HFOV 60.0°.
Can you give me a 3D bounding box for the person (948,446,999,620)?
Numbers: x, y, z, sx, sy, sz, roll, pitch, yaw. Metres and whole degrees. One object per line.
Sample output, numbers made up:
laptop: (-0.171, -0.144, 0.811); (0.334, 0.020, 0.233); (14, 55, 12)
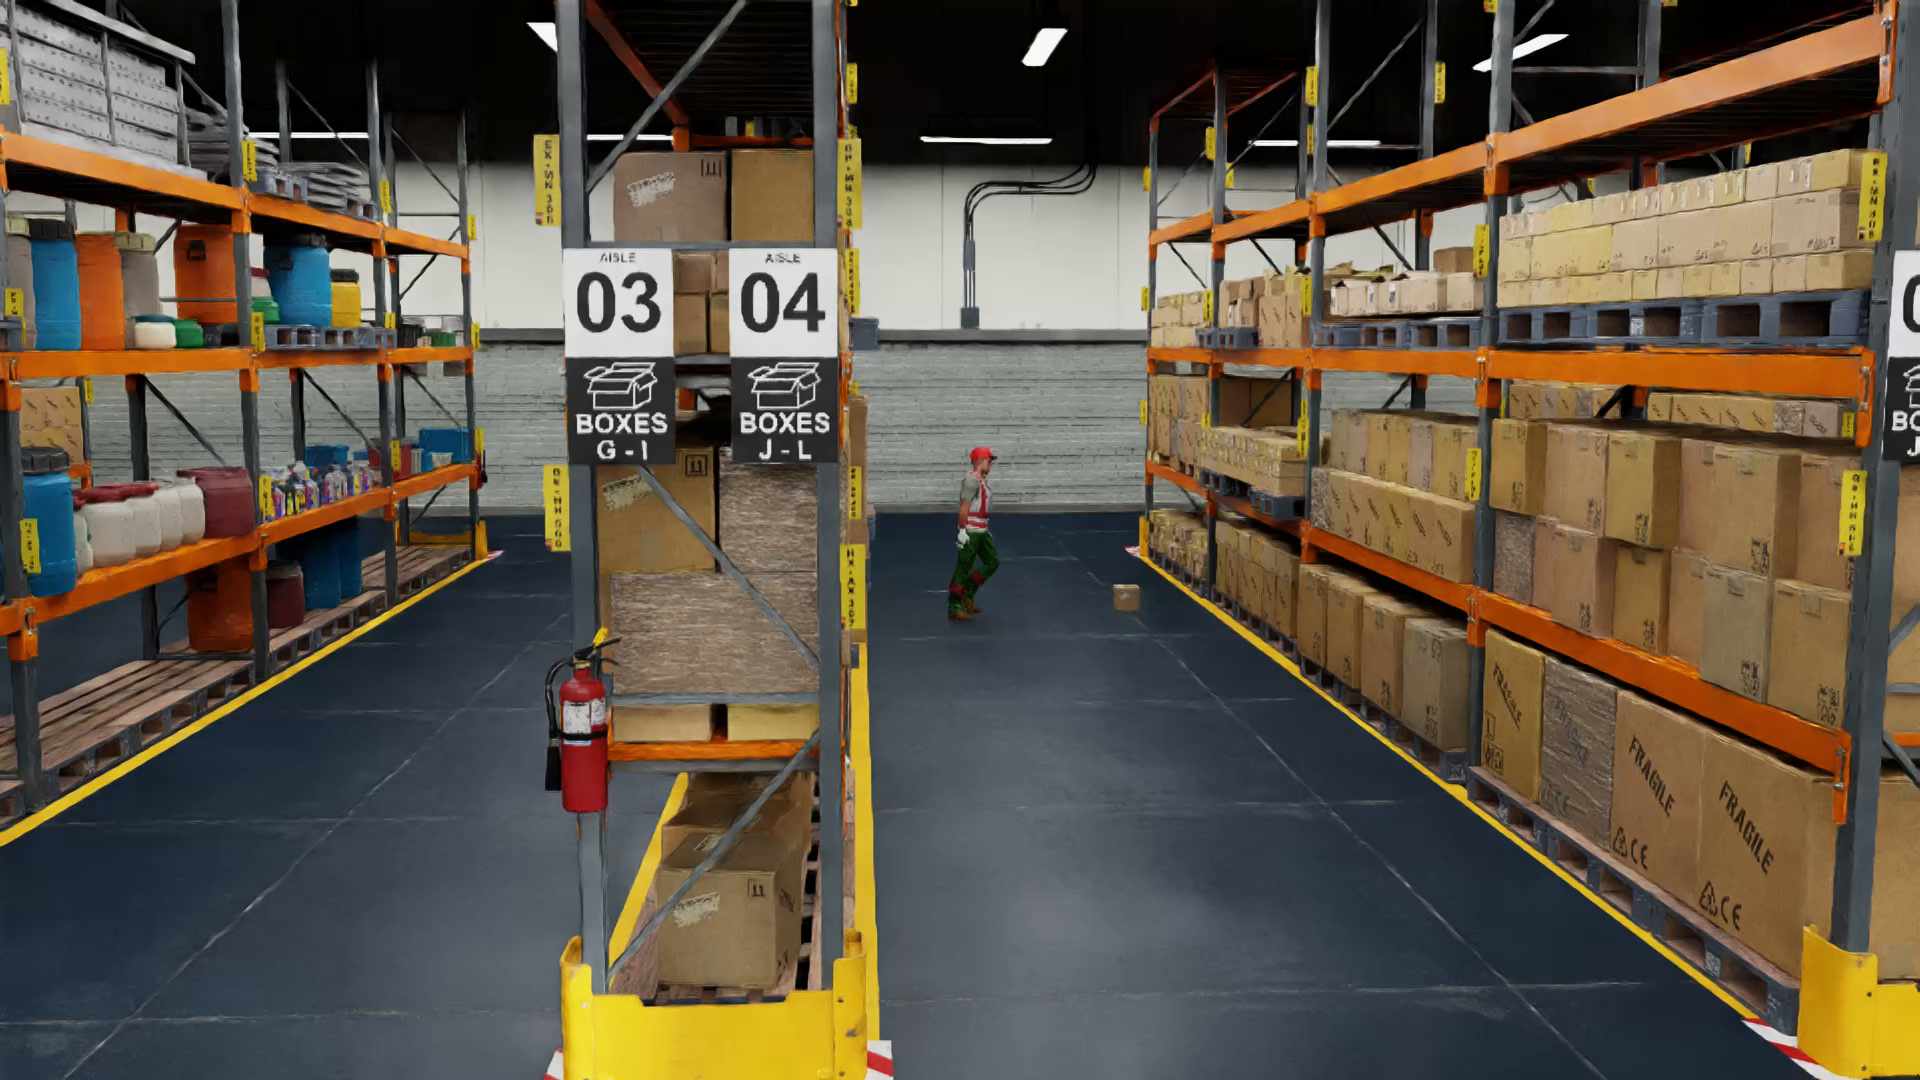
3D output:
person: (0.142, -0.087, 17.176); (0.473, 1.765, 0.652); (1, 7, 12)
